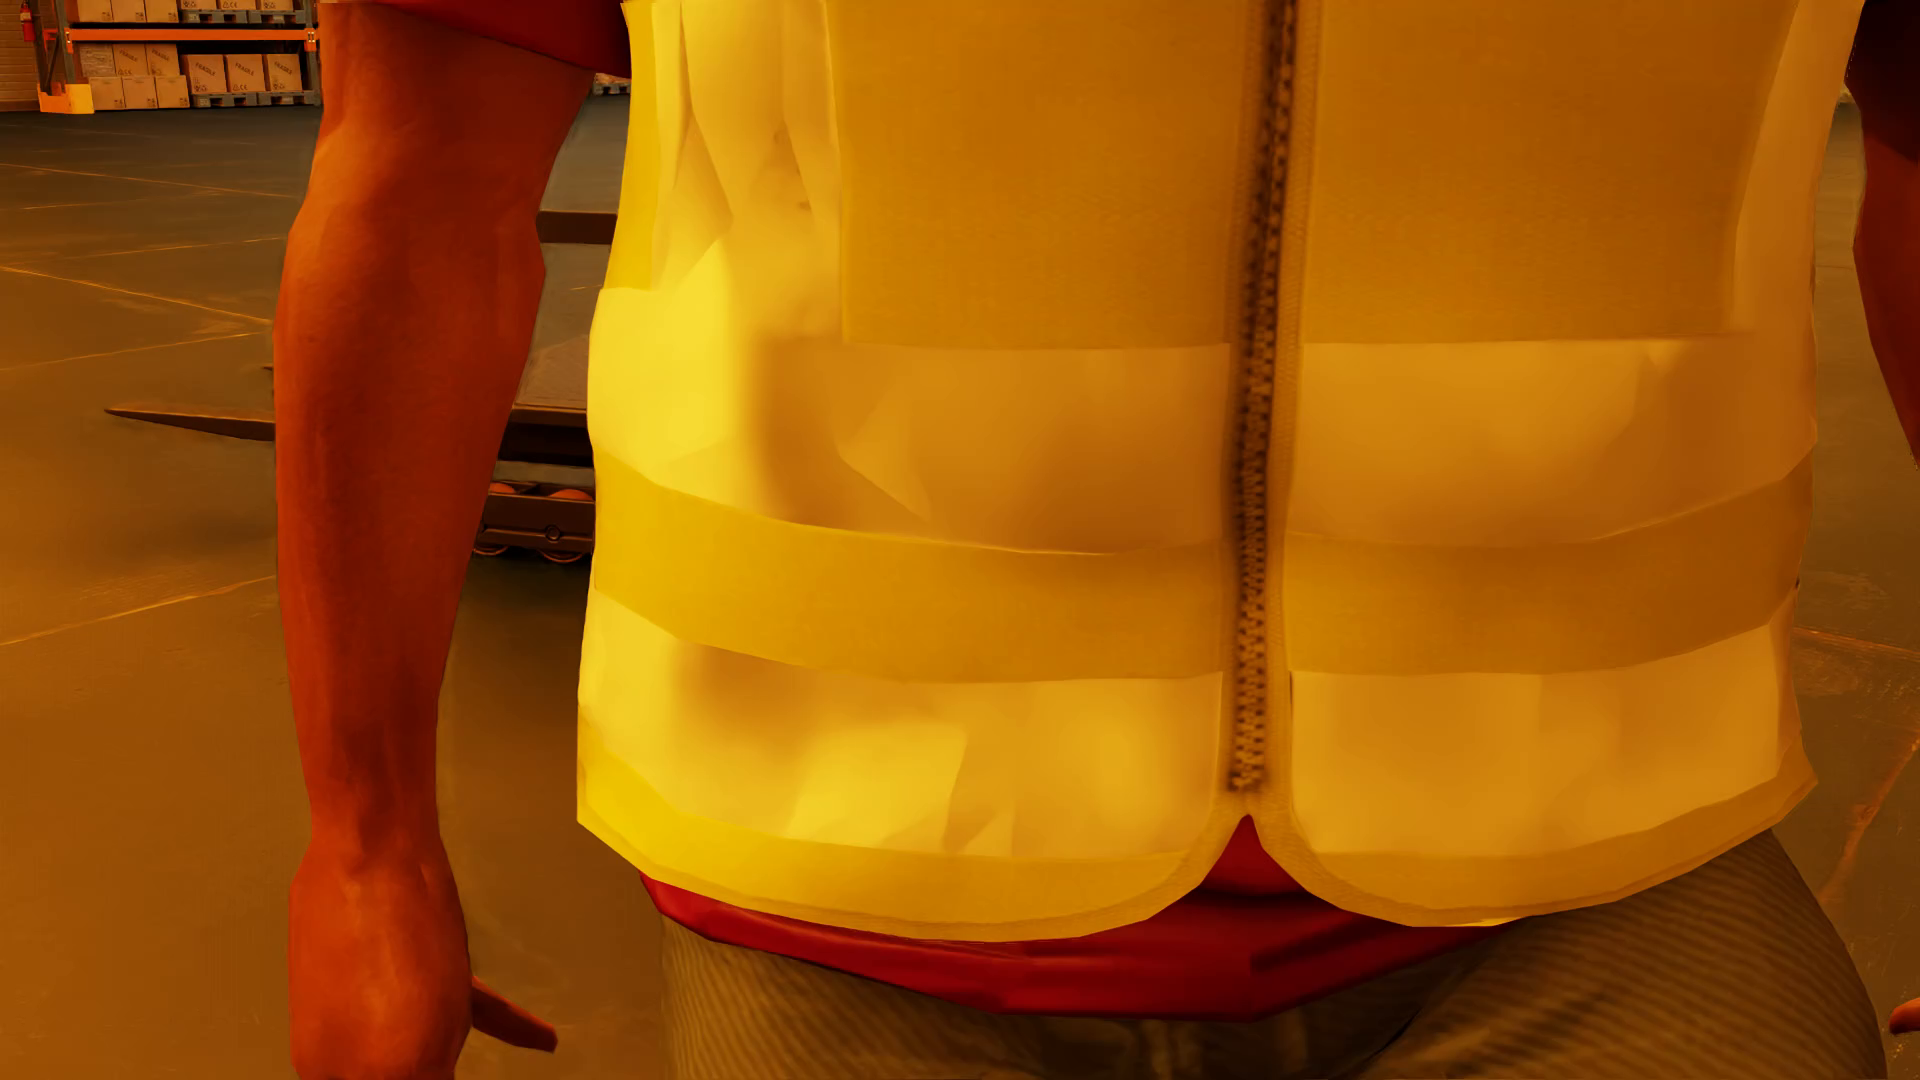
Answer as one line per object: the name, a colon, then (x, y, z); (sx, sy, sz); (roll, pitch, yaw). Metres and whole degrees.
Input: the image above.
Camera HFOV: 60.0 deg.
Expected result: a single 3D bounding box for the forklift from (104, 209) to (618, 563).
forklift: (-0.664, -1.489, 3.802); (3.031, 2.935, 1.130); (5, 18, 16)
